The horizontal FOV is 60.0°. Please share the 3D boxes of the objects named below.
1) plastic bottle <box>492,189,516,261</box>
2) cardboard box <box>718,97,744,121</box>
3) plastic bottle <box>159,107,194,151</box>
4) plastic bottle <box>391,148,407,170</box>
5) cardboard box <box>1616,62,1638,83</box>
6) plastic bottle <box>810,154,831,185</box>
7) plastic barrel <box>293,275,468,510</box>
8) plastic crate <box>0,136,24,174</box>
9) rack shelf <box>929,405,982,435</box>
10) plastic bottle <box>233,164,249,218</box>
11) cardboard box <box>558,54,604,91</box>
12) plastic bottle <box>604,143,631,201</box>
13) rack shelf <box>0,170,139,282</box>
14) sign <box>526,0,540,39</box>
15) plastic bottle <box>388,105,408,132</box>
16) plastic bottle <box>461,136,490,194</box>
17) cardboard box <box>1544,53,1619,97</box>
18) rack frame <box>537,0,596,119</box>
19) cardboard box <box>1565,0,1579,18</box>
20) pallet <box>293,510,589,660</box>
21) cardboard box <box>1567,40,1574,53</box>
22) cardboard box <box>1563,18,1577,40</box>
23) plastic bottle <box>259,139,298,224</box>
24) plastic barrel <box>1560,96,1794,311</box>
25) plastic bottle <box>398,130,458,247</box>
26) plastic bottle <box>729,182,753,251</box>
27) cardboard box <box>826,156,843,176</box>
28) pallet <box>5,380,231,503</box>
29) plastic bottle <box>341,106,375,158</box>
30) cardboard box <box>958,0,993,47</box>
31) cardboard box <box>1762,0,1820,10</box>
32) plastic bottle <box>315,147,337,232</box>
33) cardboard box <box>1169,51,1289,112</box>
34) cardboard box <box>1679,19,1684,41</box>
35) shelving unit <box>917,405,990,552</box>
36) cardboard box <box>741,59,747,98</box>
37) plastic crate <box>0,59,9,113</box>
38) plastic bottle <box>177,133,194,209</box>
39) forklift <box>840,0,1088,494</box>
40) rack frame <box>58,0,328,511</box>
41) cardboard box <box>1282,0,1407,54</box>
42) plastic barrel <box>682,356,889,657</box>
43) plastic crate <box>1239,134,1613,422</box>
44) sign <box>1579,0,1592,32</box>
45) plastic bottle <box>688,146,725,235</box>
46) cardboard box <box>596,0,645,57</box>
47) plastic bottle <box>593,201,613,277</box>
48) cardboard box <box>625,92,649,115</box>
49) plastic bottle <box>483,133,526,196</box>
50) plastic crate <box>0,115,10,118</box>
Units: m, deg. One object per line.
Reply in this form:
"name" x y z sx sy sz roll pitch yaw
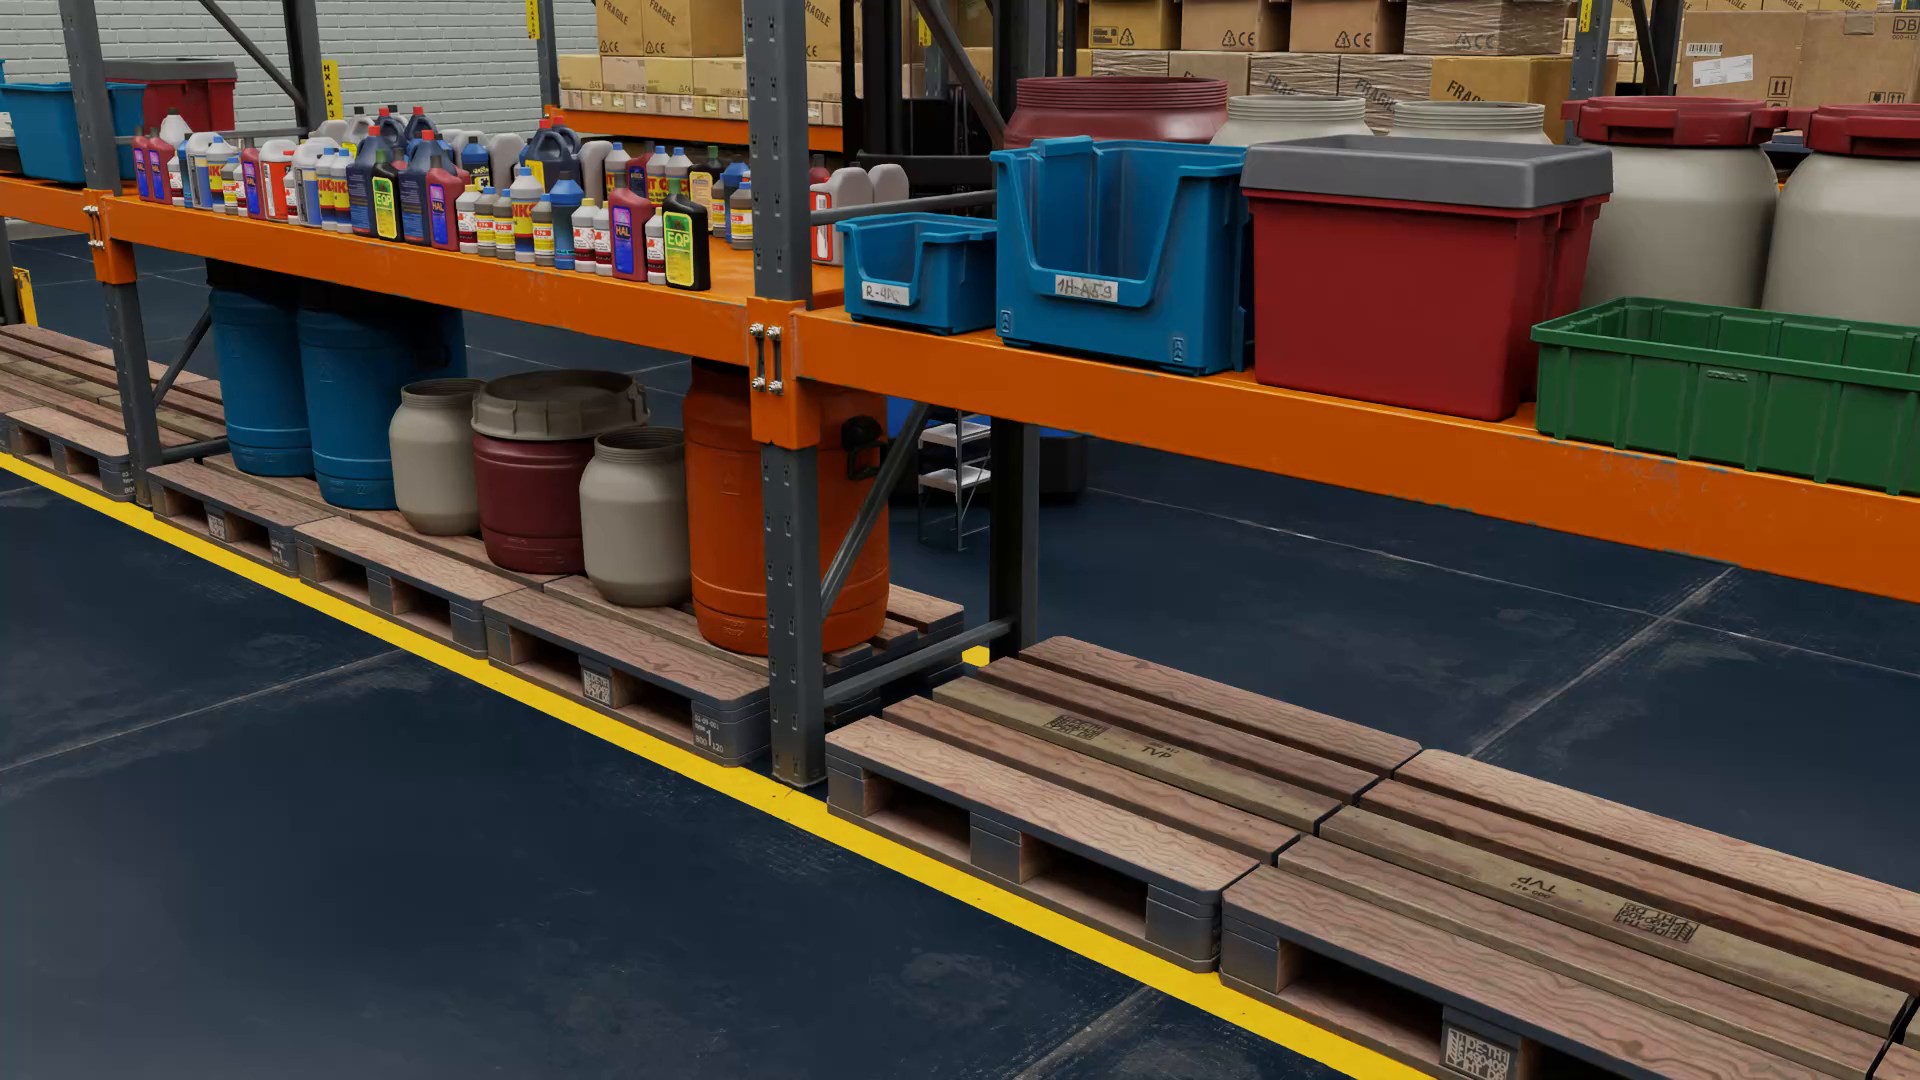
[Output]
"plastic bottle" -1.334 -0.938 4.936 0.097 0.201 0.097 0 18 0
"cardboard box" -1.438 -2.977 11.447 0.250 0.149 0.380 16 23 40
"plastic bottle" -3.051 -1.504 6.473 0.185 0.351 0.144 15 23 39
"plastic bottle" -1.775 -1.112 5.351 0.133 0.283 0.061 15 23 39
"cardboard box" 4.888 -3.433 12.191 0.250 0.149 0.380 16 24 41
"plastic bottle" -0.462 -1.057 5.176 0.133 0.283 0.061 15 23 39
"plastic barrel" -2.204 -0.624 6.394 0.708 0.901 0.600 15 23 39
"plastic crate" -4.144 -1.741 7.494 0.590 0.125 0.437 15 23 39
"rack shelf" -0.006 -0.485 6.464 0.200 0.077 0.258 15 23 39
"plastic bottle" -2.548 -1.263 5.962 0.097 0.201 0.097 0 18 0
"cardboard box" -2.653 -3.516 12.488 0.500 0.250 0.500 14 23 38
"plastic bottle" -1.179 -1.236 5.761 0.097 0.271 0.097 0 18 0
"rack shelf" -4.625 -1.738 8.319 4.000 0.370 1.077 15 23 39
"sign" -3.206 -3.929 12.471 0.005 0.325 0.100 15 23 39
"plastic bottle" -2.224 -1.545 6.604 0.185 0.351 0.144 15 23 39
"plastic bottle" -1.764 -1.332 6.062 0.097 0.271 0.097 0 18 0
"cardboard box" 2.967 -2.204 8.431 0.500 0.500 0.500 16 24 41
"rack frame" -2.833 -3.603 13.006 0.127 3.000 1.000 15 23 39
"cardboard box" 6.200 -5.599 17.476 0.500 0.500 0.500 15 23 39
"pallet" -1.663 0.059 6.077 1.213 0.211 1.003 15 23 39
"cardboard box" 4.687 -3.627 12.312 0.250 0.149 0.380 14 23 38
"cardboard box" 4.484 -3.823 12.438 0.250 0.149 0.380 16 24 41
"plastic bottle" -2.343 -1.255 5.813 0.135 0.276 0.152 15 23 39
"plastic barrel" 1.412 -0.614 3.362 0.433 0.535 0.433 0 18 0
"plastic bottle" -1.669 -1.108 5.227 0.185 0.351 0.144 15 23 39
"plastic bottle" -0.661 -1.002 5.140 0.097 0.201 0.097 0 18 0
"cardboard box" -0.282 -2.138 11.208 0.875 0.875 0.875 15 23 39
"pallet" -3.705 -0.489 7.804 1.213 0.211 1.003 15 23 39
"plastic bottle" -2.320 -1.513 6.501 0.185 0.351 0.144 15 23 39
"cardboard box" -0.030 -3.382 10.825 0.500 0.500 0.500 15 23 39
"cardboard box" 8.038 -5.113 15.947 0.500 0.500 0.500 15 23 38
"plastic bottle" -2.101 -1.177 5.574 0.097 0.271 0.097 0 18 0
"cardboard box" 1.477 -2.395 9.034 0.500 0.500 0.500 16 23 40
"cardboard box" 5.263 -3.614 11.777 0.250 0.149 0.380 16 24 41
"shelving unit" -0.006 -0.431 6.481 0.210 0.900 0.258 15 23 39
"cardboard box" -1.116 -3.105 11.194 0.500 0.250 0.500 16 23 40
"plastic crate" -5.746 -2.503 9.382 0.499 0.435 0.616 15 23 39
"plastic bottle" -2.867 -1.382 6.222 0.097 0.271 0.097 0 18 0
"forklift" -0.011 -1.982 8.010 1.130 2.935 3.031 0 18 -1
"rack frame" -3.129 -1.679 6.944 0.127 3.000 1.000 15 23 39
"cardboard box" 2.129 -2.805 8.666 0.637 0.503 0.797 16 23 40
"plastic barrel" -0.514 -0.136 4.976 0.708 0.830 0.600 15 23 39
"plastic crate" 0.868 -0.513 3.164 0.583 0.464 0.402 15 23 39
"sign" 2.784 -2.422 7.372 0.005 0.325 0.100 15 23 39
"plastic bottle" -0.835 -1.157 5.492 0.133 0.283 0.061 15 23 39
"cardboard box" -2.279 -3.773 12.058 0.500 0.500 0.500 14 23 38
"plastic bottle" -0.970 -0.840 4.628 0.097 0.201 0.097 0 18 0
"cardboard box" -2.206 -3.183 12.097 0.250 0.149 0.380 15 23 38
"plastic bottle" -1.695 -1.366 6.162 0.135 0.276 0.152 15 23 39
"plastic crate" -5.183 -2.201 8.925 0.243 0.136 0.396 15 23 39
